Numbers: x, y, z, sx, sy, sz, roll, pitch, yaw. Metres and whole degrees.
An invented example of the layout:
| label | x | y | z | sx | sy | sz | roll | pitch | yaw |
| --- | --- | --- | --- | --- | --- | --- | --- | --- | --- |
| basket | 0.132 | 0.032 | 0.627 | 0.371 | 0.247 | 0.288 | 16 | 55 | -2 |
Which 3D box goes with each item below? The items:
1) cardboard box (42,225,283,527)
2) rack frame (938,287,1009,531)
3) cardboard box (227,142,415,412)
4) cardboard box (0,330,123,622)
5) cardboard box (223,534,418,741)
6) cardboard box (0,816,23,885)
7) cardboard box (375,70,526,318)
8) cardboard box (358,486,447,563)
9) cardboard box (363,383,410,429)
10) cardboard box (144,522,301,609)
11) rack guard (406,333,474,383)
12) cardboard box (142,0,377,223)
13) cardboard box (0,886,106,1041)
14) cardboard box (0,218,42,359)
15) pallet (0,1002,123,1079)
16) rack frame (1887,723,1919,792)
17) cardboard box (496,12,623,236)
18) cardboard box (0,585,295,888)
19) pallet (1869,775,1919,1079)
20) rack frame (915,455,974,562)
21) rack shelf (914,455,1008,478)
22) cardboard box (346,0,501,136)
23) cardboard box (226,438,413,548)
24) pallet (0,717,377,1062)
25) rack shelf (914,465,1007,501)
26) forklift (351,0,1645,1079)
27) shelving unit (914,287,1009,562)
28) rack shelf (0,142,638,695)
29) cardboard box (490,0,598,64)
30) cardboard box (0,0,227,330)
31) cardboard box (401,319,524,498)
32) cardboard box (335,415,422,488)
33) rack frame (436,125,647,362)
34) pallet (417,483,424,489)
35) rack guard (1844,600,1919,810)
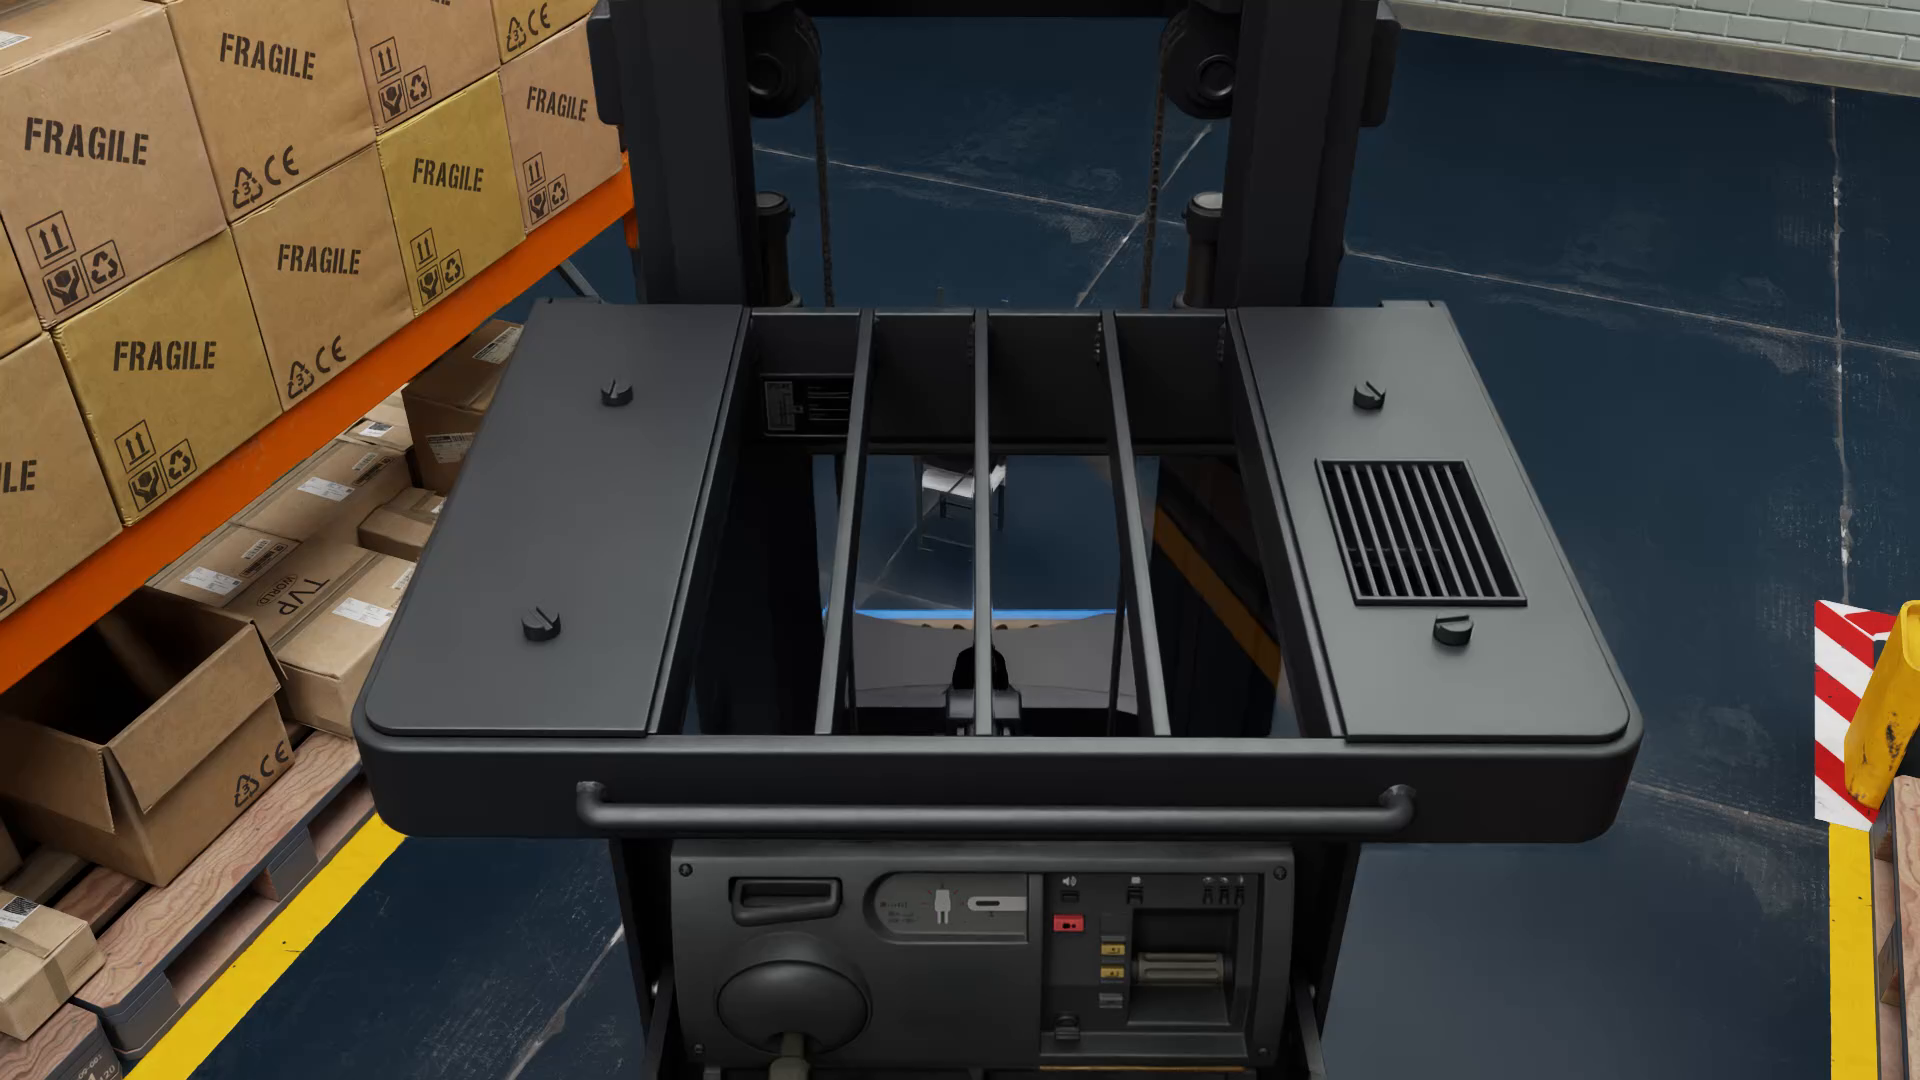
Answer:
| label | x | y | z | sx | sy | sz | roll | pitch | yaw |
| --- | --- | --- | --- | --- | --- | --- | --- | --- | --- |
| cardboard box | -1.940 | -0.418 | 3.720 | 0.500 | 0.500 | 0.500 | 13 | 39 | 17 |
| rack frame | 0.042 | -0.421 | 5.562 | 0.240 | 0.900 | 0.006 | 14 | 39 | 18 |
| cardboard box | -1.748 | -0.696 | 4.093 | 0.500 | 0.500 | 0.500 | 14 | 39 | 18 |
| cardboard box | -2.132 | -0.136 | 3.342 | 0.500 | 0.500 | 0.500 | 14 | 39 | 18 |
| cardboard box | -1.808 | 0.272 | 4.810 | 0.500 | 0.250 | 0.500 | 14 | 39 | 18 |
| cardboard box | -2.722 | 0.791 | 4.065 | 0.500 | 0.311 | 0.500 | 14 | 39 | 18 |
| cardboard box | -1.553 | -0.971 | 4.461 | 0.500 | 0.500 | 0.500 | 14 | 39 | 18 |
| cardboard box | -1.657 | -0.010 | 5.257 | 0.380 | 0.166 | 0.250 | 14 | 39 | 18 |
| cardboard box | -1.917 | -0.410 | 5.807 | 0.380 | 0.149 | 0.250 | 14 | 39 | 18 |
| cardboard box | -2.290 | 0.186 | 4.925 | 0.500 | 0.250 | 0.500 | 14 | 39 | 18 |
| rack guard | -1.469 | -0.486 | 5.983 | 1.175 | 0.500 | 0.348 | 14 | 39 | 18 |
| cardboard box | -1.740 | -1.093 | 3.788 | 0.500 | 0.500 | 0.500 | 15 | 39 | 19 |
| cardboard box | -2.282 | 0.980 | 3.933 | 0.380 | 0.166 | 0.250 | 14 | 39 | 18 |
| cardboard box | -2.131 | -0.522 | 3.025 | 0.500 | 0.500 | 0.500 | 13 | 39 | 16 |
| pallet | -2.700 | 1.422 | 3.671 | 1.003 | 0.211 | 1.213 | 14 | 39 | 18 |
| rack frame | 3.139 | -0.399 | 3.778 | 1.000 | 3.000 | 0.127 | 14 | 39 | 18 |
| cardboard box | -1.359 | -1.259 | 4.846 | 0.500 | 0.500 | 0.500 | 15 | 39 | 19 |
| cardboard box | -2.252 | 0.468 | 4.337 | 0.797 | 0.503 | 0.637 | 14 | 39 | 18 |
| pallet | 2.790 | 1.166 | 4.014 | 1.003 | 0.211 | 1.213 | 14 | 39 | 18 |
| rack frame | -0.036 | -0.309 | 5.411 | 0.240 | 0.900 | 0.006 | 14 | 39 | 18 |
| rack shelf | 0.003 | -0.266 | 5.560 | 0.258 | 0.077 | 0.200 | 14 | 39 | 18 |
| cardboard box | -1.547 | -1.381 | 4.173 | 0.500 | 0.500 | 0.500 | 15 | 39 | 19 |
| cardboard box | -2.100 | -0.091 | 5.296 | 0.500 | 0.250 | 0.500 | 14 | 39 | 18 |
| pallet | -2.237 | 0.744 | 4.578 | 1.003 | 0.211 | 1.213 | 14 | 39 | 18 |
| rack shelf | 0.003 | -0.194 | 5.614 | 0.258 | 0.077 | 0.200 | 14 | 39 | 18 |
| forklift | 0.034 | 0.718 | 2.341 | 1.130 | 2.935 | 3.031 | 0 | 37 | 0 |
| shelving unit | 0.003 | -0.365 | 5.487 | 0.258 | 0.900 | 0.210 | 14 | 39 | 18 |
| rack shelf | -2.201 | -0.134 | 4.025 | 1.077 | 0.370 | 4.000 | 14 | 39 | 18 |
| cardboard box | -1.355 | -1.661 | 4.548 | 0.500 | 0.500 | 0.500 | 14 | 39 | 17 |
| cardboard box | -1.935 | -0.809 | 3.408 | 0.500 | 0.500 | 0.500 | 15 | 39 | 19 |
| cardboard box | -1.419 | -0.347 | 5.430 | 0.500 | 0.500 | 0.500 | 14 | 39 | 18 |
| cardboard box | -2.012 | -0.279 | 5.617 | 0.380 | 0.166 | 0.250 | 14 | 39 | 18 |
| rack frame | -1.440 | -1.529 | 5.291 | 1.000 | 3.000 | 0.127 | 14 | 39 | 18 |
| pallet | -1.771 | 0.071 | 5.479 | 1.003 | 0.211 | 1.213 | 14 | 39 | 18 |
| rack guard | 3.136 | 0.586 | 4.548 | 1.175 | 0.500 | 0.348 | 14 | 39 | 18 |
